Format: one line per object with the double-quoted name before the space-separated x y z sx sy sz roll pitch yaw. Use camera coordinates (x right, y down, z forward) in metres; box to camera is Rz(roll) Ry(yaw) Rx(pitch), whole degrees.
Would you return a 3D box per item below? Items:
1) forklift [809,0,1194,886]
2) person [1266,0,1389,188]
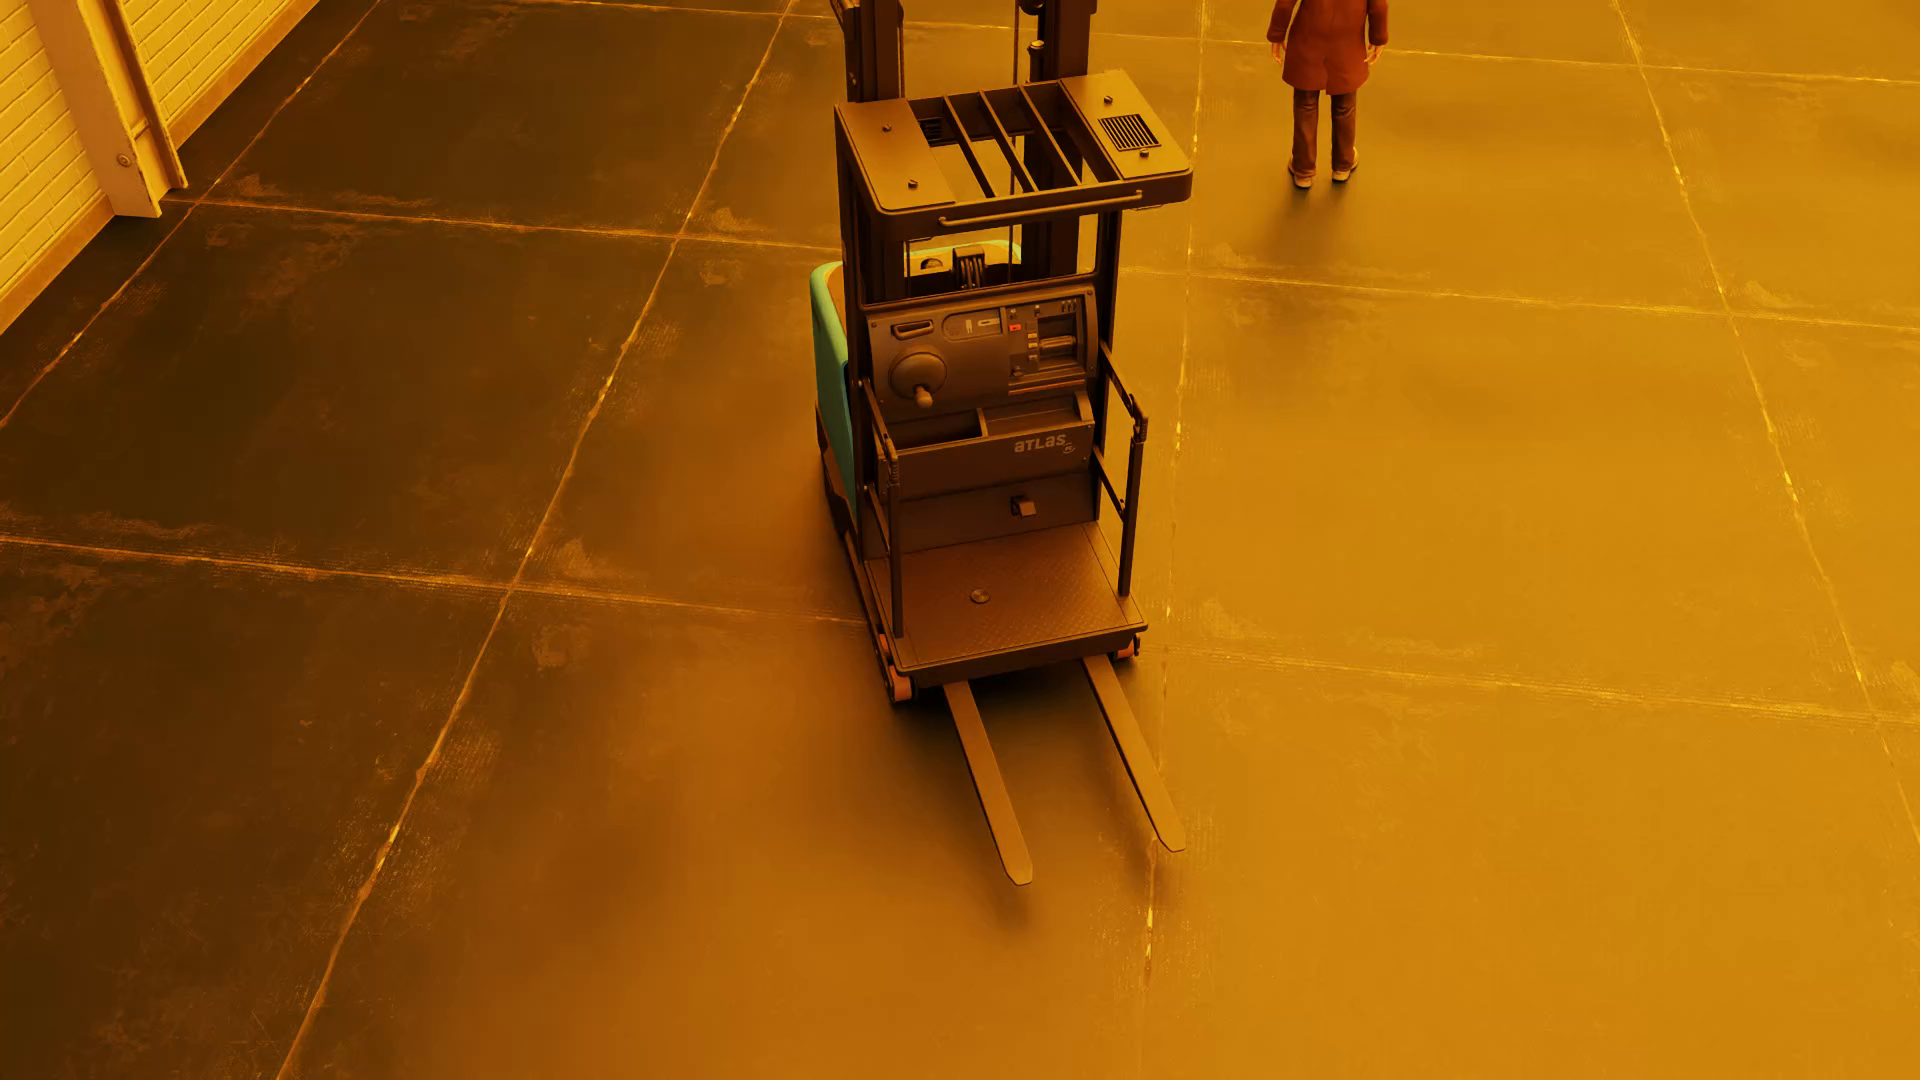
"forklift" 0.153 -0.681 6.465 1.130 2.935 3.031 -10 44 -11
"person" 2.151 -2.940 9.767 0.698 1.778 0.579 7 43 8
